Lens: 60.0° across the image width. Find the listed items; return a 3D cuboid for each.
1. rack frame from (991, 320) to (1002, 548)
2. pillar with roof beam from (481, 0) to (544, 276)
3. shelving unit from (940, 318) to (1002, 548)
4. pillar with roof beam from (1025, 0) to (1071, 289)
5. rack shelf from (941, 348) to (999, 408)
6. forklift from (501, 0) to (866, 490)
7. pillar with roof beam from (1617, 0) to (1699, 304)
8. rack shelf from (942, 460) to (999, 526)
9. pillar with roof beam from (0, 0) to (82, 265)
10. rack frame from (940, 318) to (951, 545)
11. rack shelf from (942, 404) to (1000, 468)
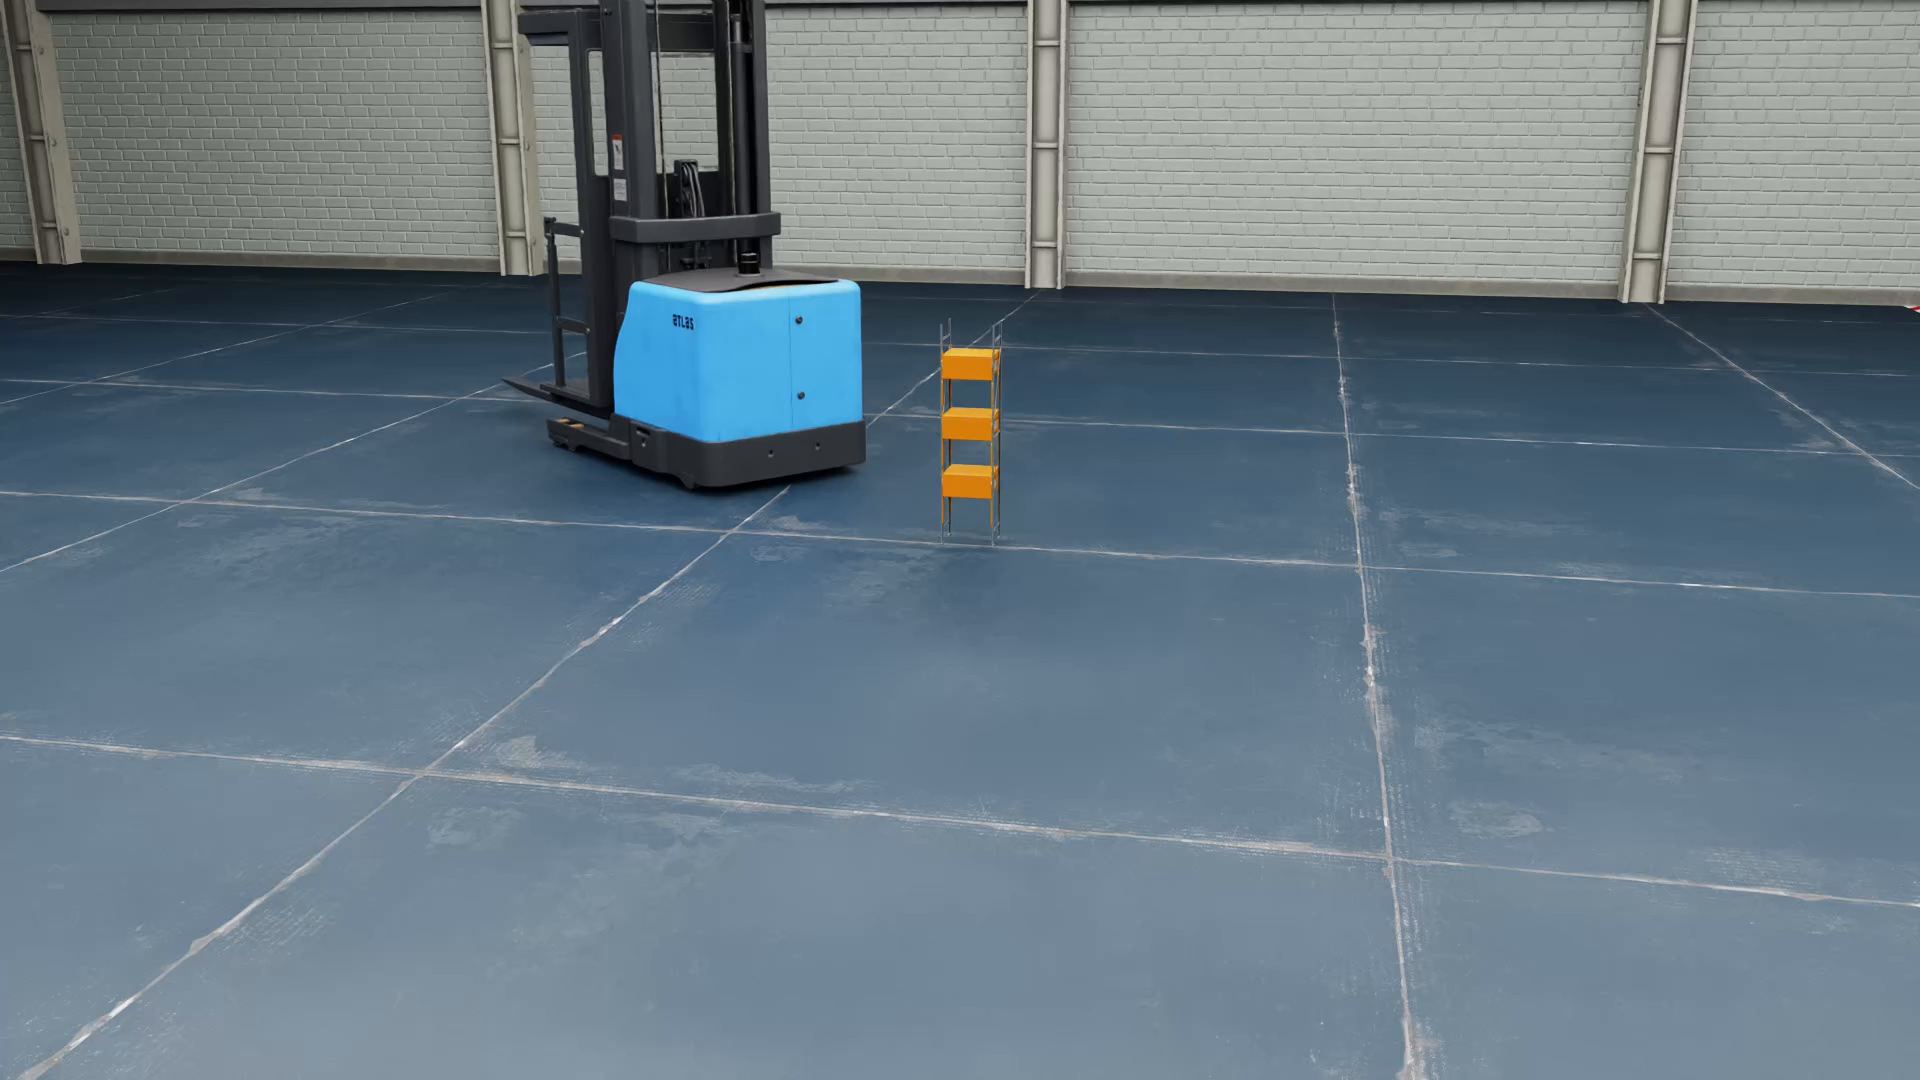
[{"bbox_3d":[0.172,-0.497,7.818,0.008,1.050,0.200,3,16,11],"label":"rack frame"},{"bbox_3d":[-5.827,-6.233,13.637,0.400,9.000,9.100,3,16,11],"label":"pillar with roof beam"},{"bbox_3d":[0.052,-0.503,7.842,0.252,1.050,0.215,3,16,11],"label":"shelving unit"},{"bbox_3d":[0.052,-5.914,12.484,0.400,9.000,9.100,3,16,11],"label":"pillar with roof beam"},{"bbox_3d":[0.052,-0.766,7.769,0.240,0.259,0.215,3,16,11],"label":"rack shelf"},{"bbox_3d":[-1.840,-2.013,9.768,1.130,2.935,3.031,-12,20,-37],"label":"forklift"},{"bbox_3d":[5.932,-5.595,11.332,0.400,9.000,9.100,3,16,11],"label":"pillar with roof beam"},{"bbox_3d":[0.052,-0.225,7.919,0.240,0.259,0.215,3,16,11],"label":"rack shelf"},{"bbox_3d":[-11.707,-6.552,14.789,0.400,9.000,9.100,3,16,11],"label":"pillar with roof beam"},{"bbox_3d":[-0.067,-0.510,7.865,0.008,1.050,0.200,3,16,11],"label":"rack frame"},{"bbox_3d":[0.052,-0.493,7.844,0.240,0.259,0.215,3,16,11],"label":"rack shelf"}]
